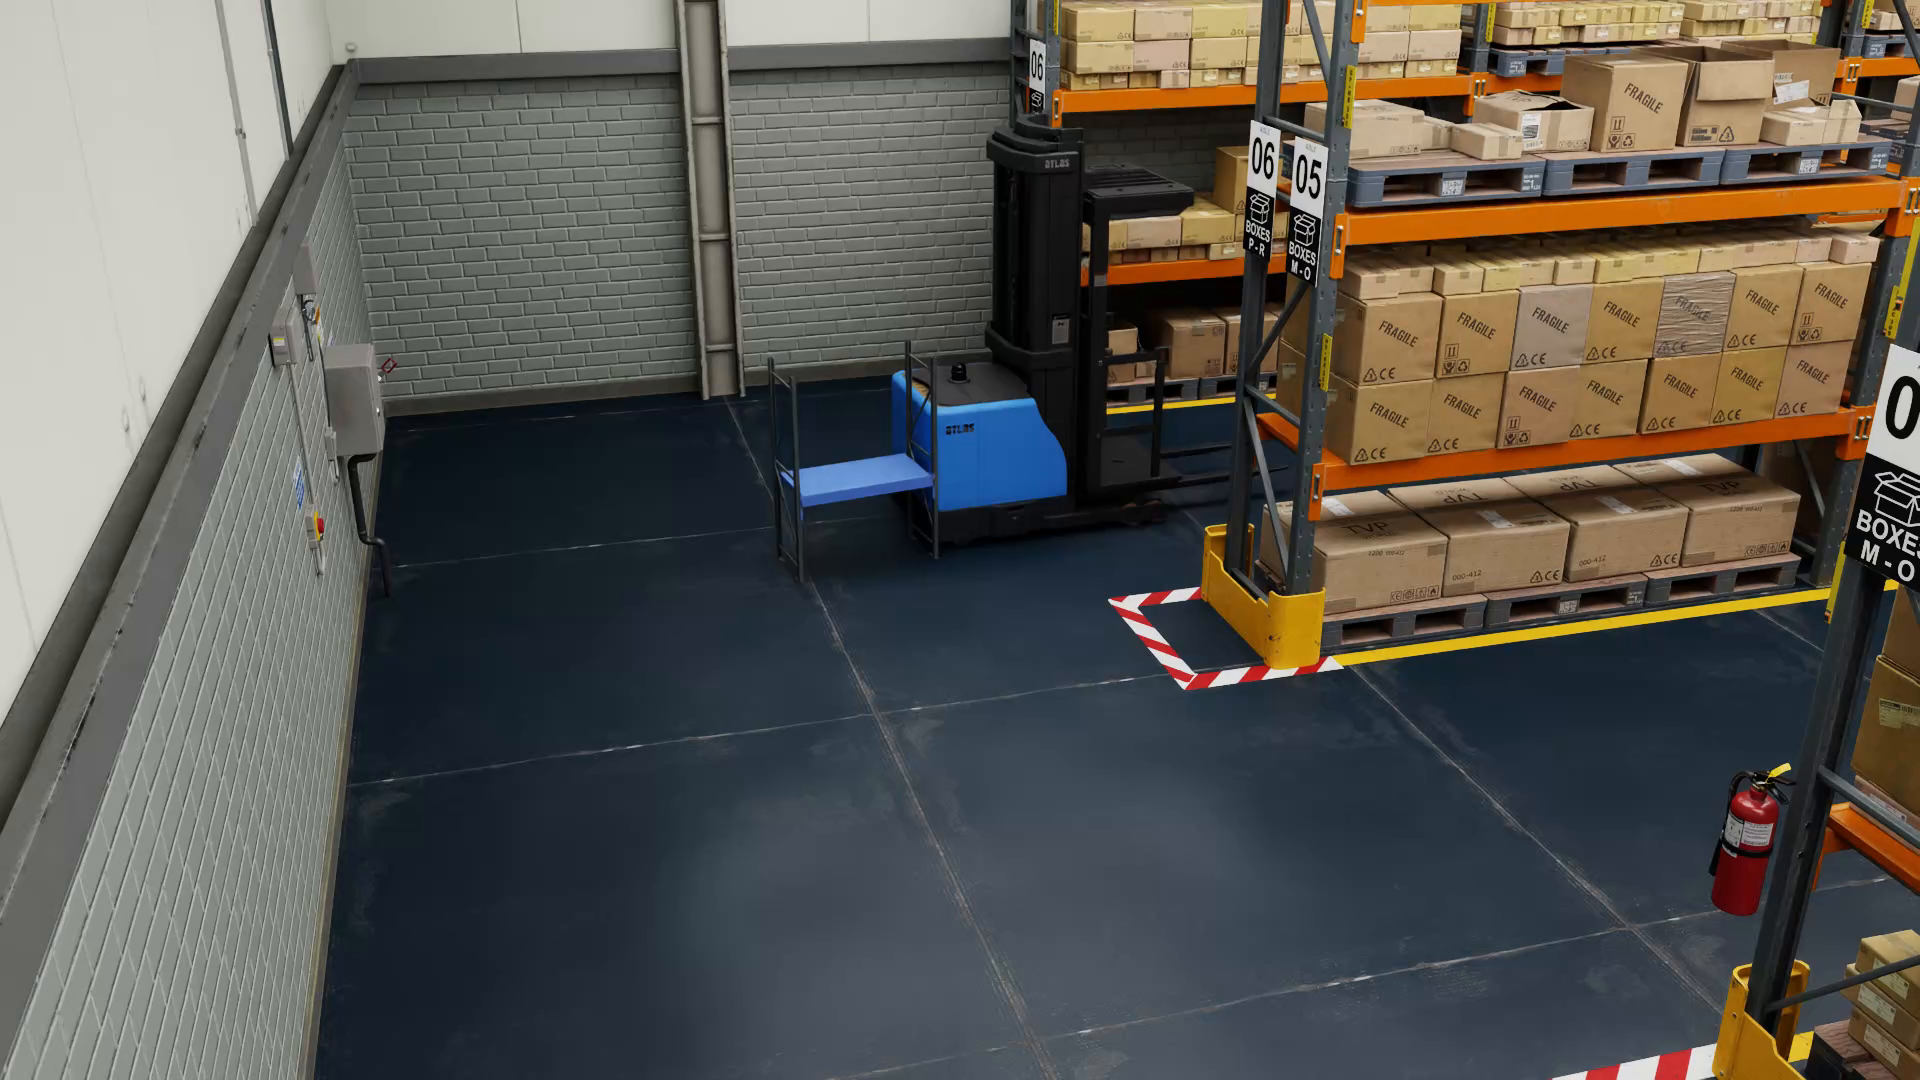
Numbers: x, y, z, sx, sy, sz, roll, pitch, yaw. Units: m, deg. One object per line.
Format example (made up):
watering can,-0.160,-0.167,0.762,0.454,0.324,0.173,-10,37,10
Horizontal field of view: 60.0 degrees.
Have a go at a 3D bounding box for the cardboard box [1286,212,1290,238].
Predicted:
cardboard box,3.095,-2.930,15.087,0.500,0.250,0.500,-6,24,-15

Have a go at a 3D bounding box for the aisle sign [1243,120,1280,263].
aisle sign,1.822,-2.110,10.067,0.004,0.787,0.394,-6,24,-14

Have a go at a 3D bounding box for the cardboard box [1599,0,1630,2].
cardboard box,5.997,-4.949,15.458,0.250,0.149,0.380,-6,24,-14

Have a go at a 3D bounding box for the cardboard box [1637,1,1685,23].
cardboard box,6.355,-4.806,15.125,0.250,0.149,0.380,-6,24,-14

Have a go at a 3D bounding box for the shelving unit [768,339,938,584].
shelving unit,-0.736,-0.555,11.641,1.048,1.500,0.538,-10,25,-22

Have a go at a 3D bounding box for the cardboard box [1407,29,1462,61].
cardboard box,4.085,-4.416,14.746,0.500,0.250,0.500,-6,24,-14

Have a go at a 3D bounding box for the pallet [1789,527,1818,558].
pallet,6.549,-0.061,12.125,1.213,0.211,1.003,-6,24,-14

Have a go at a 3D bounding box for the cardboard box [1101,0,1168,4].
cardboard box,1.484,-4.574,14.481,0.500,0.250,0.500,-7,24,-16

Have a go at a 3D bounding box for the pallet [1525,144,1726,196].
pallet,3.863,-2.358,10.249,1.213,0.211,1.003,-6,24,-14

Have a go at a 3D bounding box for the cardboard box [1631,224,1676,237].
cardboard box,4.455,-2.003,10.897,0.250,0.149,0.380,-7,24,-16

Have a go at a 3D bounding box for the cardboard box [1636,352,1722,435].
cardboard box,4.475,-1.015,10.685,0.500,0.500,0.500,-7,24,-15

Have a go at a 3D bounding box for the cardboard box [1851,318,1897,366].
cardboard box,6.326,-1.332,11.107,0.500,0.250,0.500,-7,24,-16

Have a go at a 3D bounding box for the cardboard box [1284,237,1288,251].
cardboard box,2.977,-2.757,15.190,0.250,0.149,0.380,-6,24,-14

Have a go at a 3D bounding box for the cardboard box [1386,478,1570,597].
cardboard box,3.462,-0.030,11.233,0.875,0.438,0.875,-6,24,-13

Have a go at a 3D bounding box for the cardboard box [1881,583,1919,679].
cardboard box,3.783,0.278,6.027,0.500,0.500,0.500,-7,24,-15

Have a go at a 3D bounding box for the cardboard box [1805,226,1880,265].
cardboard box,5.616,-1.882,10.614,0.250,0.149,0.380,-7,24,-15

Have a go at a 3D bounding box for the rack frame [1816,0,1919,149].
rack frame,5.826,-3.989,10.134,0.127,3.000,1.000,-6,24,-14

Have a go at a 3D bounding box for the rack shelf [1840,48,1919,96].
rack shelf,10.259,-4.803,16.747,4.000,0.370,1.077,-6,24,-14

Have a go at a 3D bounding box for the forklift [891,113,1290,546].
forklift,1.045,-1.642,12.360,3.031,2.935,1.130,-8,24,-18

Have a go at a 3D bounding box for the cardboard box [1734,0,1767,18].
cardboard box,7.301,-4.976,15.546,0.250,0.149,0.380,-7,24,-15

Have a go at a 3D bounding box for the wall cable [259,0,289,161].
wall cable,-3.626,-3.136,8.145,0.029,3.000,2.355,-6,24,-14

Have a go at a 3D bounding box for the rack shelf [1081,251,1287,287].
rack shelf,2.556,-2.572,15.353,4.000,0.370,1.077,-6,24,-14

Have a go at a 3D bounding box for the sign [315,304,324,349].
sign,-4.059,-1.346,10.535,0.001,0.242,0.339,-6,24,-14

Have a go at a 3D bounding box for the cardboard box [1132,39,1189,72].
cardboard box,1.615,-4.141,14.107,0.500,0.250,0.500,-6,24,-13

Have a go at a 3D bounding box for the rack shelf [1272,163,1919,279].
rack shelf,3.900,-2.067,10.370,4.000,0.370,1.077,-6,24,-14

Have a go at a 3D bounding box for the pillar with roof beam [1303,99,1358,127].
pillar with roof beam,4.731,-4.506,11.340,0.400,9.000,9.100,-6,24,-14

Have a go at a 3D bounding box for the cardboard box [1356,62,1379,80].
cardboard box,3.480,-4.154,14.641,0.250,0.149,0.380,-6,24,-15

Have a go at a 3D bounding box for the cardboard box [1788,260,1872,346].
cardboard box,5.446,-1.582,10.738,0.500,0.500,0.500,-7,24,-15

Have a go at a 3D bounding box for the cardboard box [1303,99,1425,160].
cardboard box,2.384,-2.436,9.850,0.500,0.250,0.500,-9,25,-19

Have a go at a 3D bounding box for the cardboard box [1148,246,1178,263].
cardboard box,1.757,-2.595,14.812,0.250,0.149,0.380,-6,24,-13

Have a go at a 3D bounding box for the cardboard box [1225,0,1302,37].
cardboard box,2.588,-4.482,14.265,0.500,0.250,0.500,-6,24,-13

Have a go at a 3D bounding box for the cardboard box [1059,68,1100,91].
cardboard box,1.000,-3.898,14.046,0.250,0.149,0.380,-6,24,-13

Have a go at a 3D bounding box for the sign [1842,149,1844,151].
sign,8.489,-3.833,16.010,0.005,0.325,0.100,-6,24,-14

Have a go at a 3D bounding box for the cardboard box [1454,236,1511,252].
cardboard box,3.254,-1.831,10.496,0.250,0.149,0.380,-7,24,-15

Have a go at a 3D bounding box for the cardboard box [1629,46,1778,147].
cardboard box,4.536,-2.741,10.239,0.637,0.503,0.797,-4,24,-10

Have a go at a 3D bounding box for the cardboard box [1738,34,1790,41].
cardboard box,7.421,-4.651,15.671,0.500,0.250,0.500,-6,24,-14

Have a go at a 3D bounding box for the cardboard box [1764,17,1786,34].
cardboard box,7.542,-4.867,15.669,0.250,0.149,0.380,-6,24,-13

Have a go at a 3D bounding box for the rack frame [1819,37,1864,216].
rack frame,8.333,-3.542,16.700,0.127,3.000,1.000,-6,24,-14

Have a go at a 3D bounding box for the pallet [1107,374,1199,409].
pallet,1.471,-1.502,15.482,1.213,0.211,1.003,-6,24,-14

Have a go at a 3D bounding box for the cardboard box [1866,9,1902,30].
cardboard box,8.751,-4.974,15.870,0.250,0.166,0.380,-6,24,-14

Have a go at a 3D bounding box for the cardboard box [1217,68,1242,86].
cardboard box,2.236,-4.025,14.341,0.250,0.149,0.380,-7,24,-15

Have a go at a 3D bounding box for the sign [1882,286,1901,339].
sign,5.977,-1.455,10.640,0.005,0.325,0.100,-6,24,-14

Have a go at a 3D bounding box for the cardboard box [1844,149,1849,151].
cardboard box,8.719,-3.808,16.371,0.250,0.149,0.380,-6,24,-13

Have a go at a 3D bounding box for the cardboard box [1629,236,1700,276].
cardboard box,4.368,-1.769,10.352,0.250,0.149,0.380,-7,24,-15

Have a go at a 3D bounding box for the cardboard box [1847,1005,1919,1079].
cardboard box,3.860,2.045,6.763,0.250,0.149,0.380,-6,24,-13

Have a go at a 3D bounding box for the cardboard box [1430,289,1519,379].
cardboard box,3.009,-1.312,10.108,0.500,0.500,0.500,-7,24,-16

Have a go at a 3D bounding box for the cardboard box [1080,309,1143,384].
cardboard box,1.245,-1.765,15.192,0.637,0.503,0.797,-7,24,-16

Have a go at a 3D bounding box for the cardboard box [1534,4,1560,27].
cardboard box,5.125,-4.675,14.820,0.250,0.149,0.380,-6,24,-14

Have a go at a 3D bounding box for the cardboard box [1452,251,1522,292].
cardboard box,3.154,-1.616,9.994,0.250,0.149,0.380,-7,24,-16

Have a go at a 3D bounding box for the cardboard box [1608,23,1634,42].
cardboard box,5.860,-4.608,15.041,0.250,0.149,0.380,-7,24,-15
